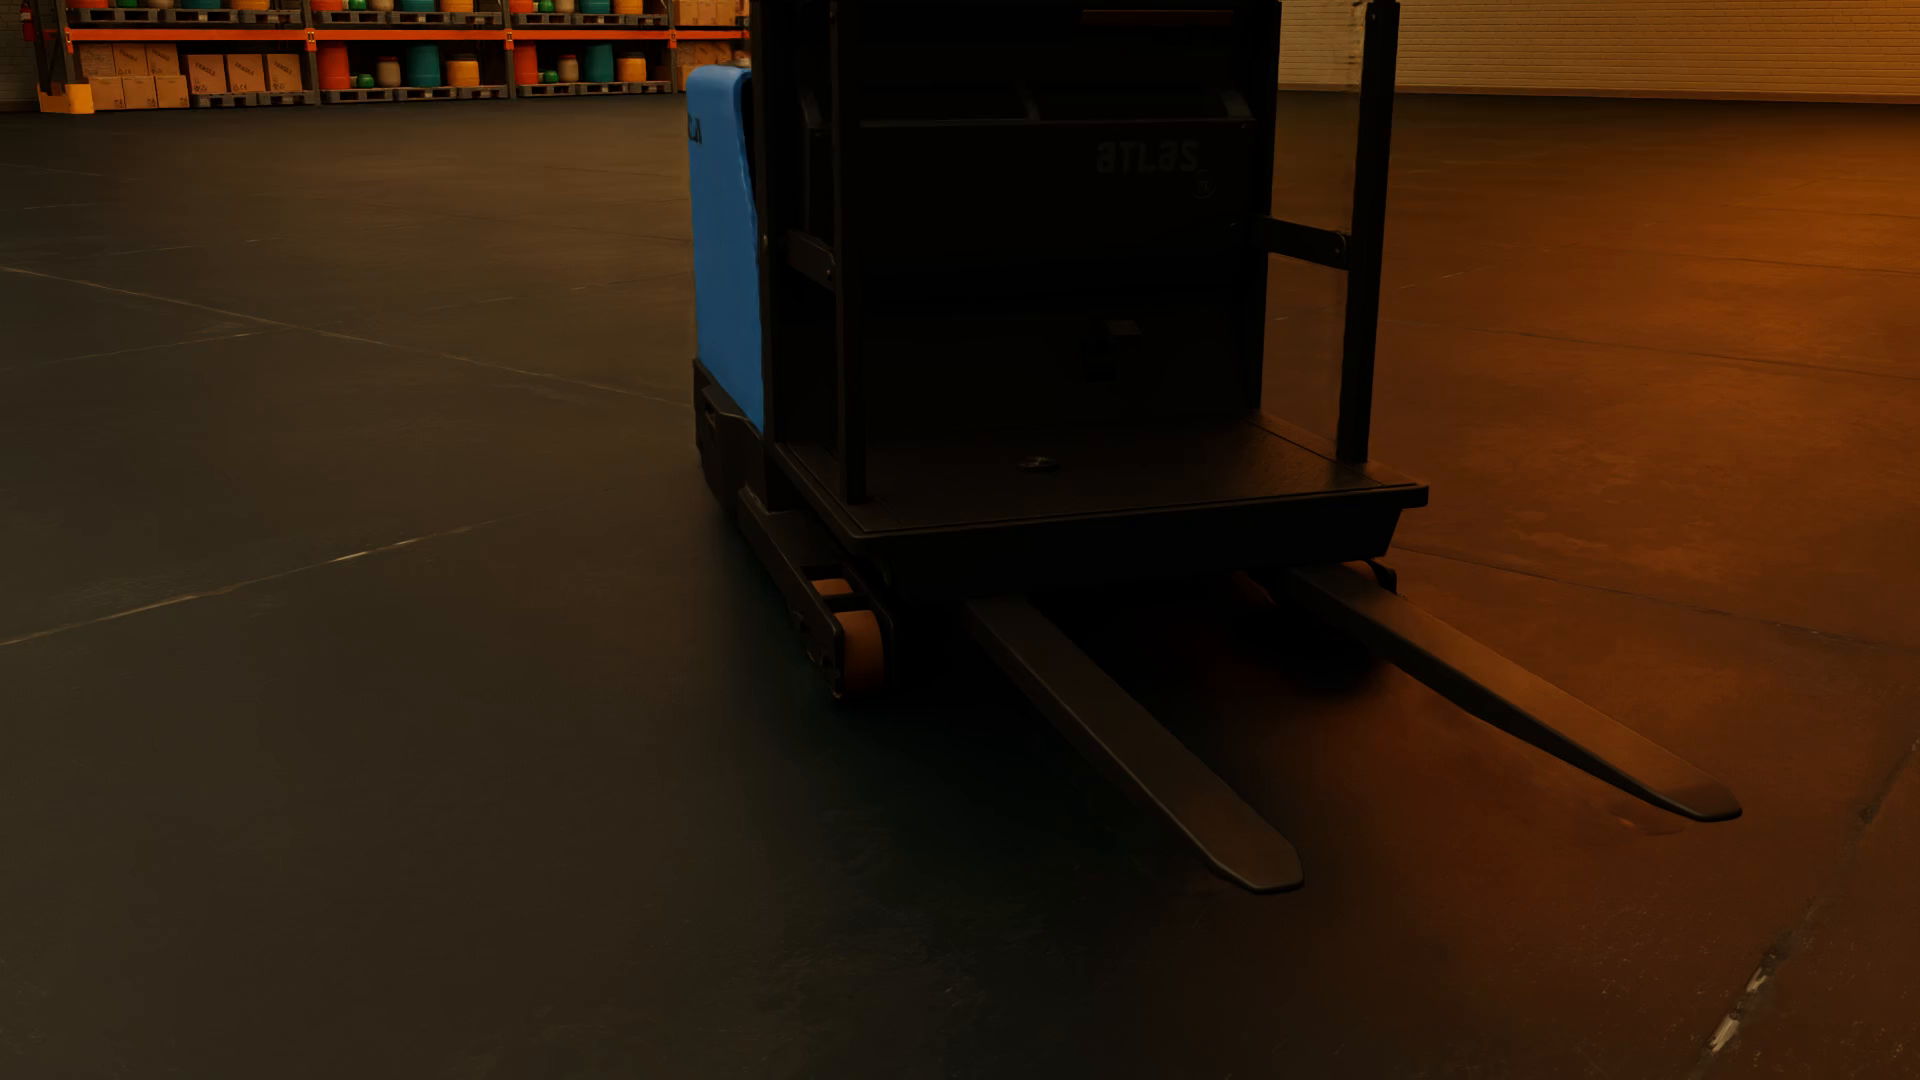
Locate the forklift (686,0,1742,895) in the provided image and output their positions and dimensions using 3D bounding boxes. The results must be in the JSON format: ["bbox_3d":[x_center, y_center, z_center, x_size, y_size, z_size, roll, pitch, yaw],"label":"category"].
[{"bbox_3d":[0.203,-1.242,2.989,1.130,2.935,3.031,-5,18,-17],"label":"forklift"}]
